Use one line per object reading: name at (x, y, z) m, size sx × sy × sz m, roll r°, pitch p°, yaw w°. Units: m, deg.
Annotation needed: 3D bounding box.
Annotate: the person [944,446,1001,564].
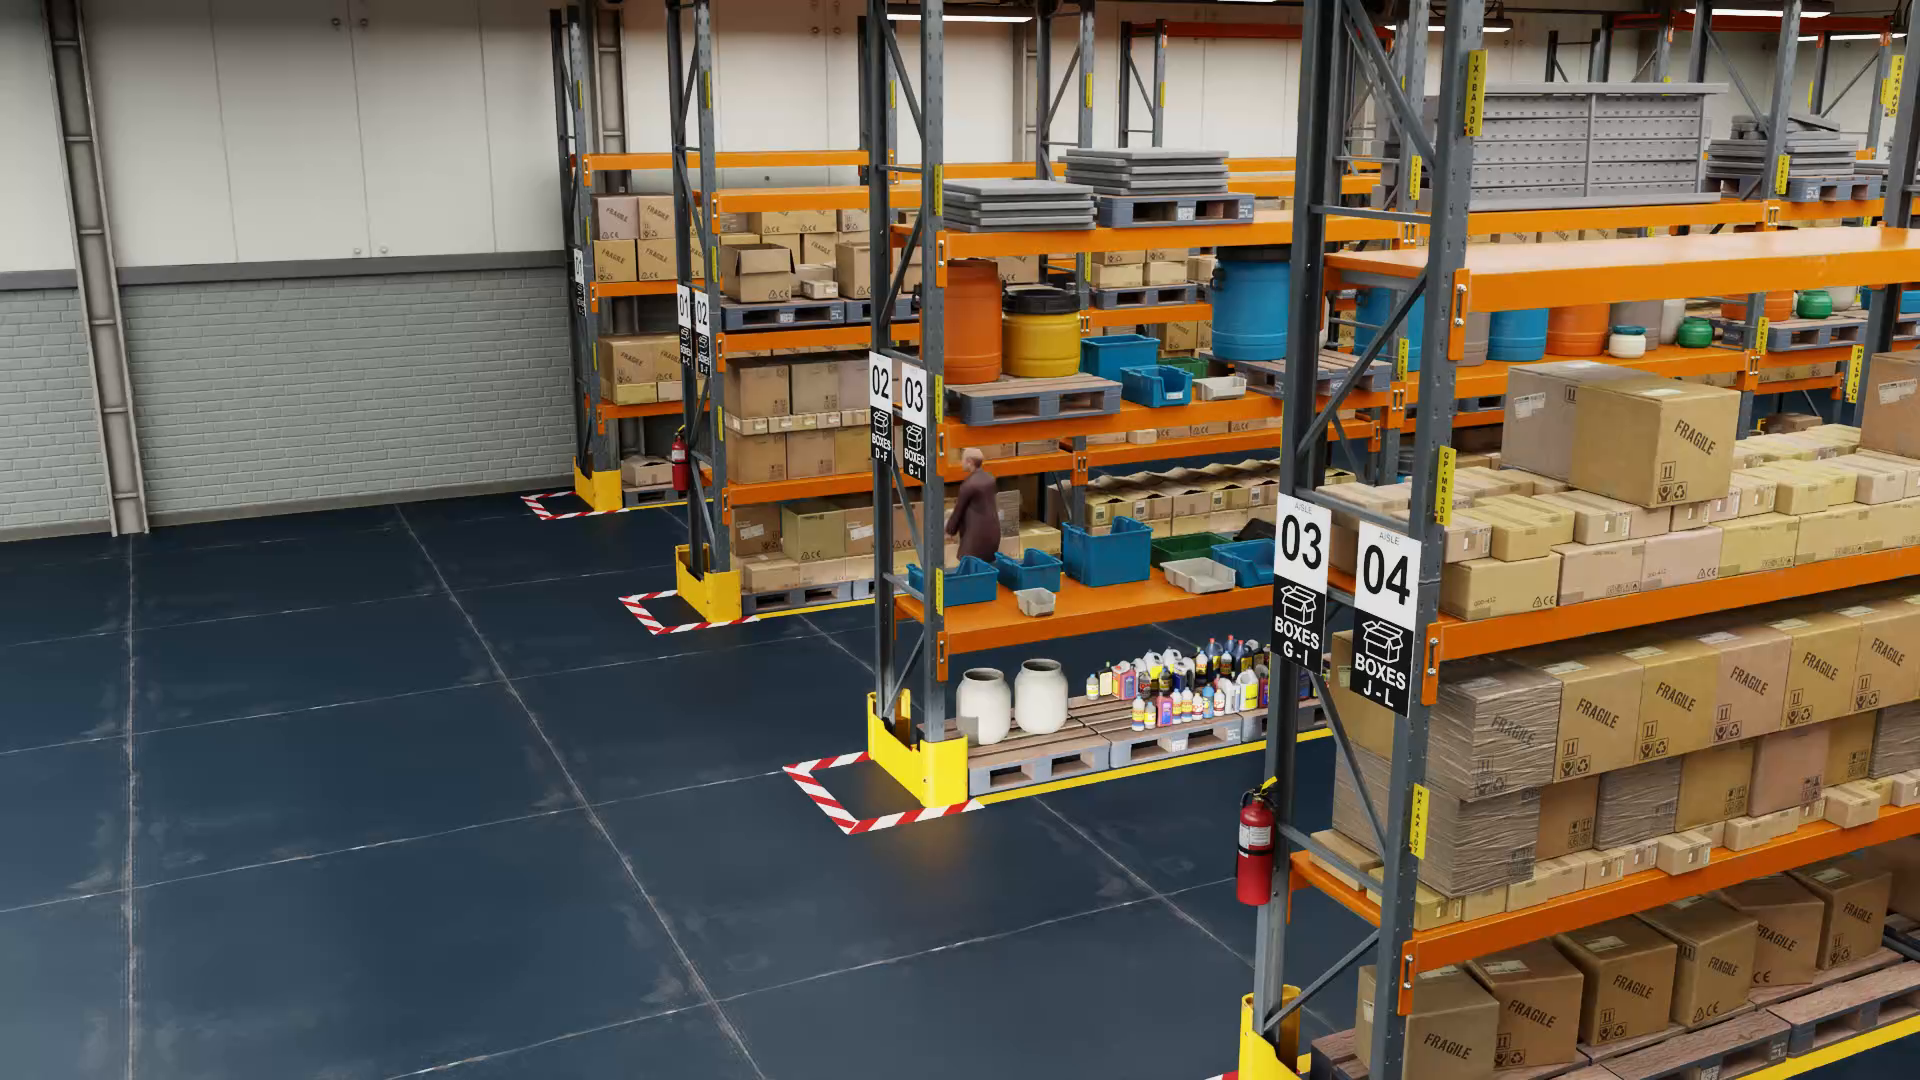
person at (0.100, -0.039, 16.071) m, size 0.580 × 1.776 × 0.524 m, roll 9°, pitch 17°, yaw 30°
